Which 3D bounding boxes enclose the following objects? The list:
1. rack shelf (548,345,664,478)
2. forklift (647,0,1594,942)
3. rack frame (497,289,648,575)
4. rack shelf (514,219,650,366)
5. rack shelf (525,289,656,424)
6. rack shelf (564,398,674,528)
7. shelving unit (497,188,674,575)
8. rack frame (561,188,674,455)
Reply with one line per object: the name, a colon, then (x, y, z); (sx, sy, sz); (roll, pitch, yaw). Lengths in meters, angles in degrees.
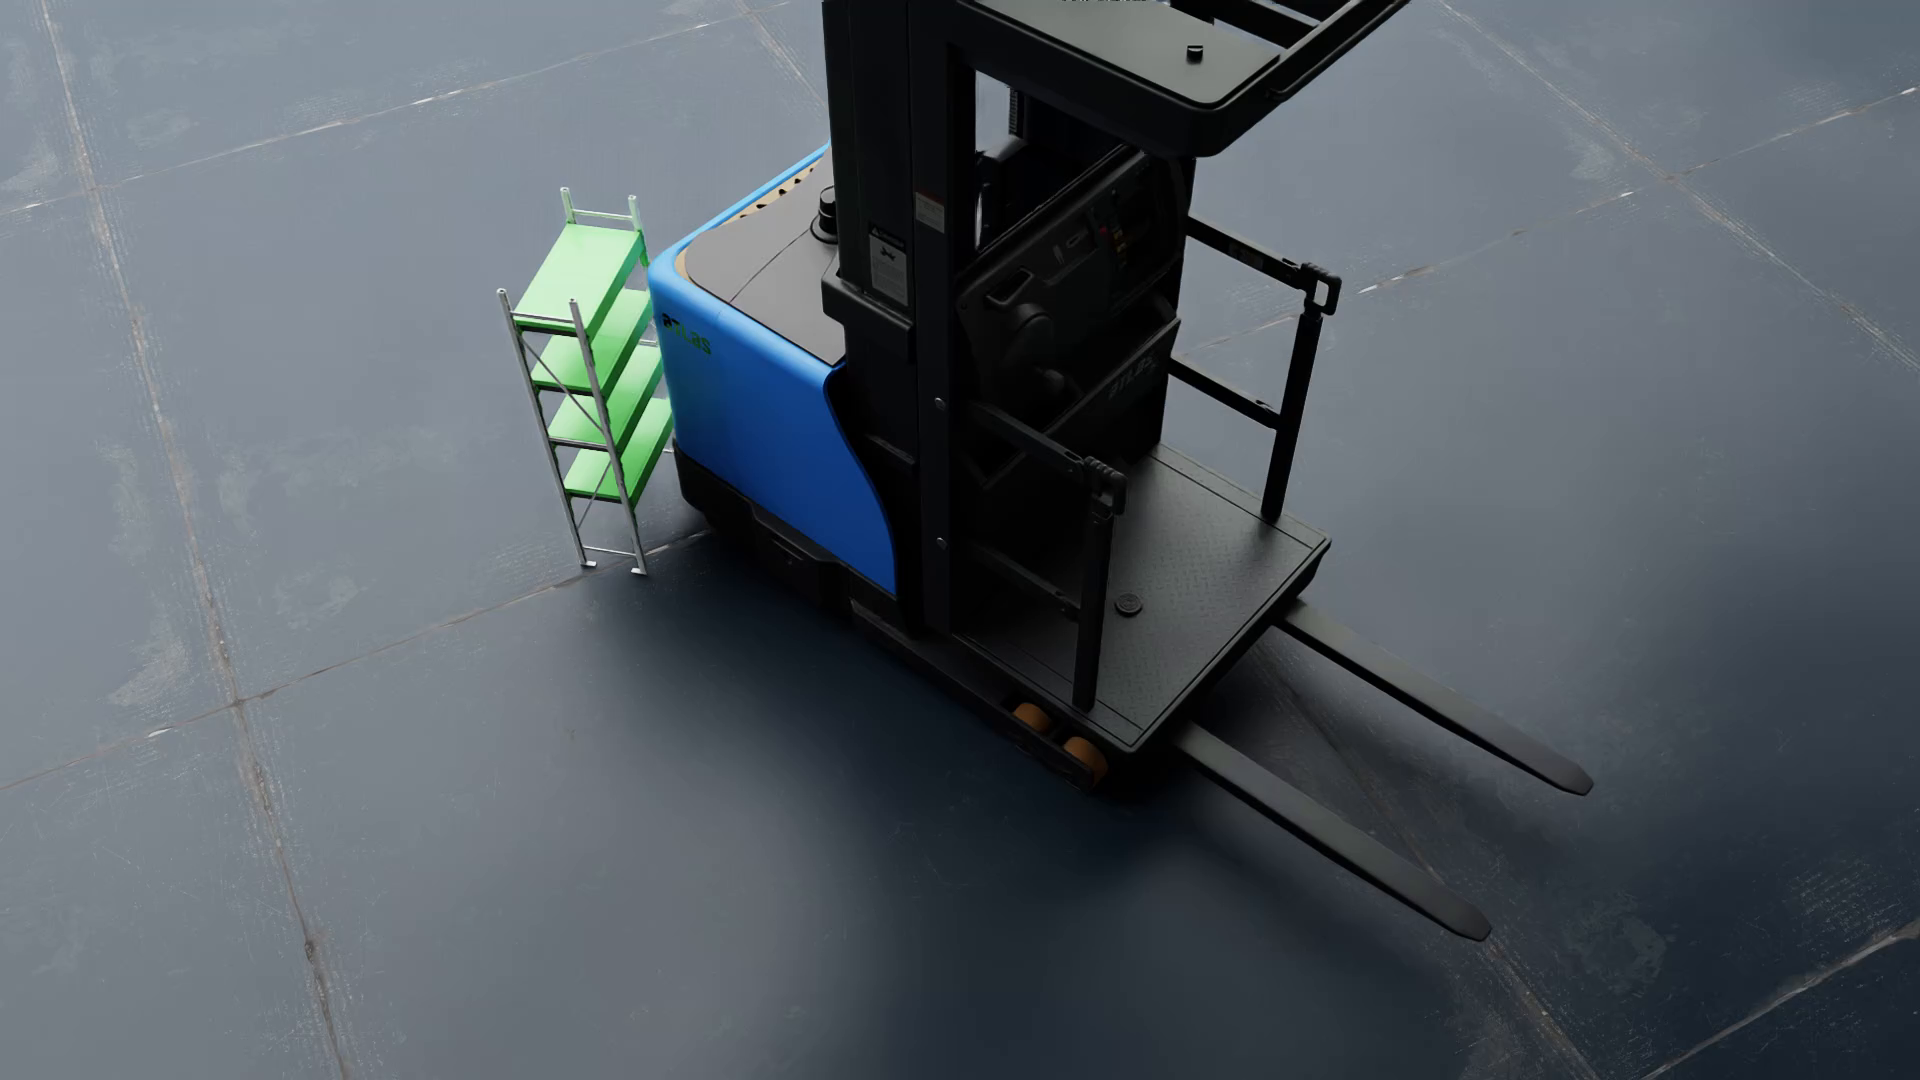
rack shelf: (-1.139, -0.439, 5.417); (0.258, 0.148, 0.480); (9, 49, 10)
forklift: (0.476, -0.658, 4.378); (3.031, 2.935, 1.130); (33, 56, 25)
rack frame: (-1.195, -0.303, 5.212); (0.240, 1.200, 0.015); (9, 49, 10)
rack shelf: (-1.154, -0.758, 5.058); (0.258, 0.148, 0.480); (9, 49, 10)
rack shelf: (-1.147, -0.599, 5.237); (0.258, 0.148, 0.480); (9, 49, 10)
rack shelf: (-1.132, -0.280, 5.596); (0.258, 0.148, 0.480); (9, 49, 10)
shelving unit: (-1.141, -0.482, 5.369); (0.258, 1.200, 0.503); (9, 49, 10)
rack frame: (-1.088, -0.661, 5.526); (0.240, 1.200, 0.015); (9, 49, 10)
